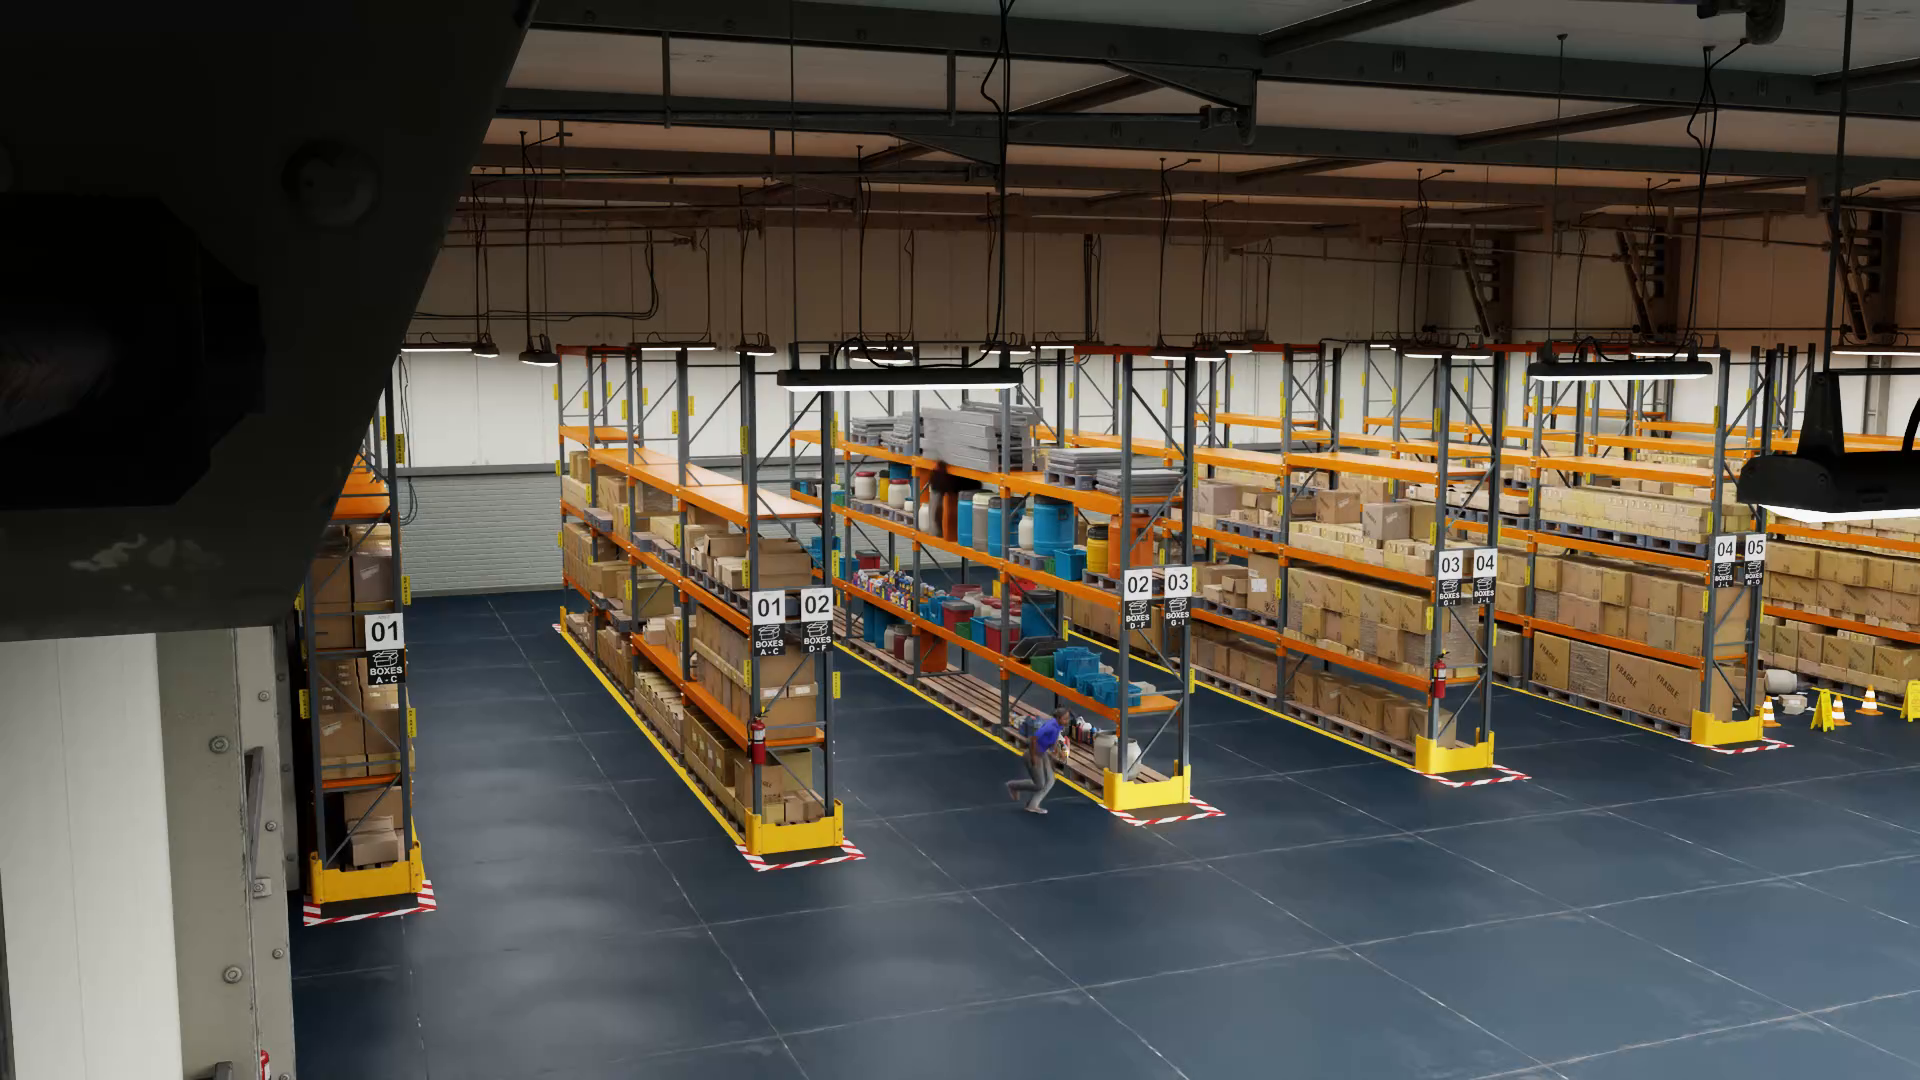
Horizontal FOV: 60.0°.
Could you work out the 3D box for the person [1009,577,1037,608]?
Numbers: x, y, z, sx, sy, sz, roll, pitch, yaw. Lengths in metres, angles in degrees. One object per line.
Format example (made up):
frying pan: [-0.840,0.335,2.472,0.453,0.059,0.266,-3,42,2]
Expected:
person: [1.173,1.363,30.450,0.675,1.839,0.880,-3,8,-23]

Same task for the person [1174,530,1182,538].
person: [5.530,0.269,41.316,0.555,1.661,0.710,-4,8,-29]

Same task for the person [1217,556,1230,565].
person: [5.419,1.116,34.761,0.608,1.611,0.660,-1,7,-9]

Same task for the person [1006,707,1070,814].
person: [1.009,2.873,21.728,0.881,1.464,0.585,3,8,23]
